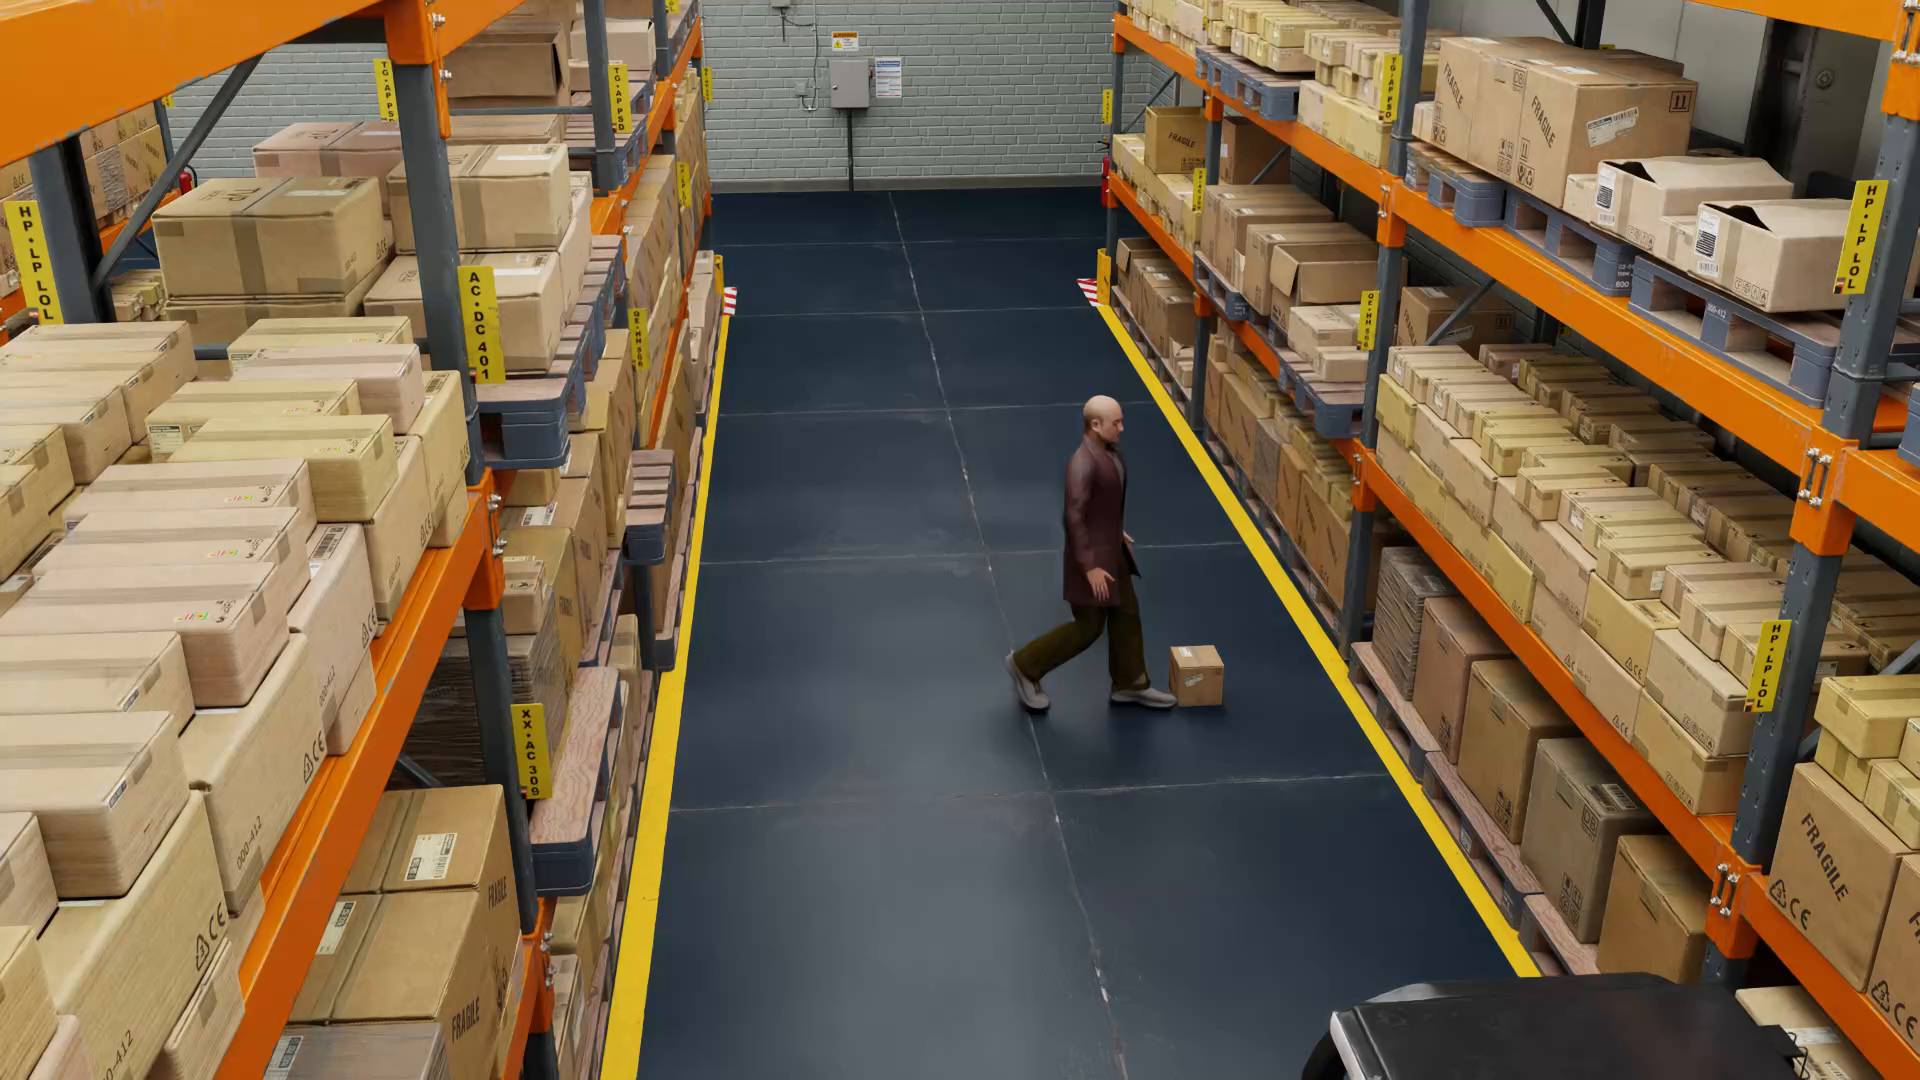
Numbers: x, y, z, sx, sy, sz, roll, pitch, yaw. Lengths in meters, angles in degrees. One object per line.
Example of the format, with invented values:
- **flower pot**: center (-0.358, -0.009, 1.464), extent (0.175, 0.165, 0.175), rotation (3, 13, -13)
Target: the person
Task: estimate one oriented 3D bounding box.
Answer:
- **person**: center (0.744, 0.079, 8.968), extent (0.942, 1.764, 0.714), rotation (7, 24, 15)
